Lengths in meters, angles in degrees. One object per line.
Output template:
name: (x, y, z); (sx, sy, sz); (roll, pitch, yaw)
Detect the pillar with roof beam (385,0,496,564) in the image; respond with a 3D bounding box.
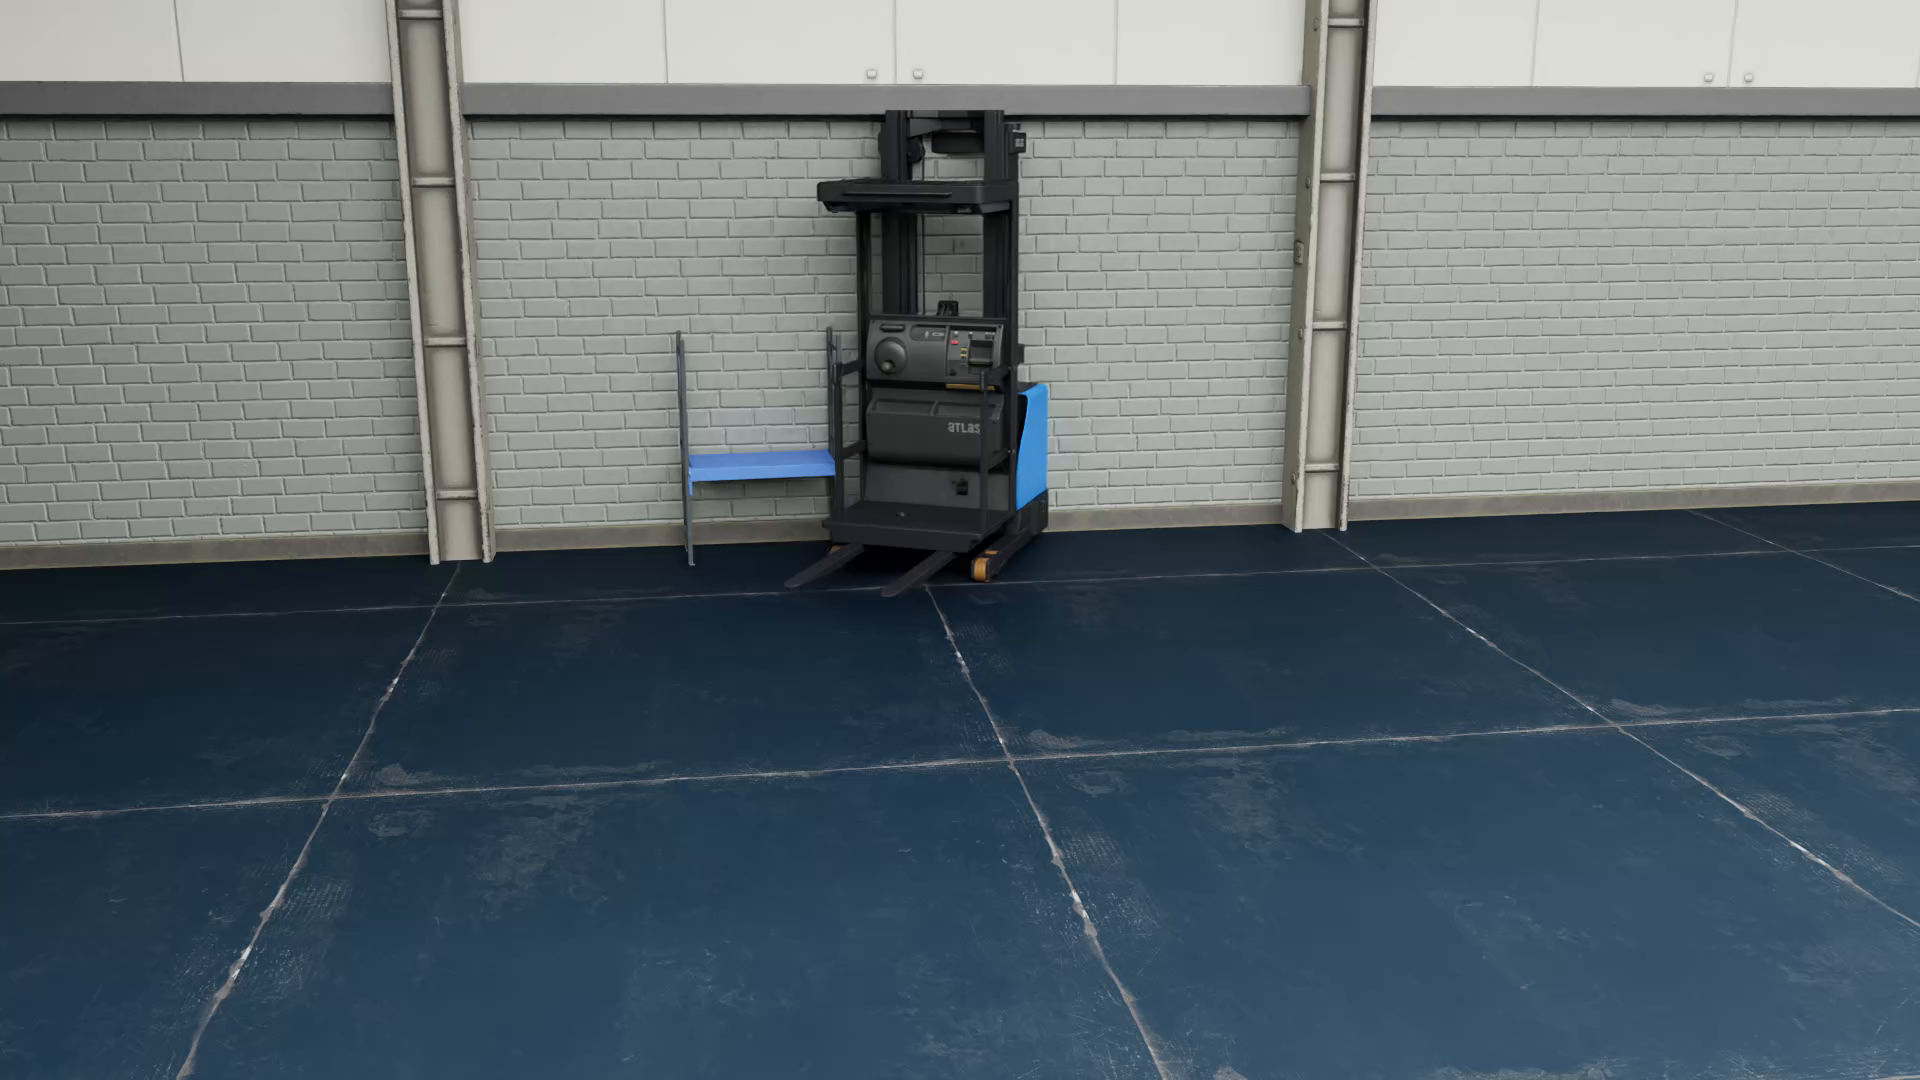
pillar with roof beam: (-2.716, -3.211, 6.028); (0.400, 9.000, 9.100); (-2, 14, -8)

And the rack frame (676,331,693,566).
rack frame: (-1.838, -0.617, 11.099); (0.032, 1.500, 0.500); (-3, 14, -12)

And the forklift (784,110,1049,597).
forklift: (-0.233, -1.258, 10.712); (1.130, 2.935, 3.031); (5, 15, 18)

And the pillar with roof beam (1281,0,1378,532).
pillar with roof beam: (3.217, -3.429, 6.895); (0.400, 9.000, 9.100); (-2, 14, -8)

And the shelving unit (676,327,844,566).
shelving unit: (-1.341, -0.643, 11.202); (1.048, 1.500, 0.538); (-3, 14, -12)

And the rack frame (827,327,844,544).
rack frame: (-0.844, -0.669, 11.305); (0.032, 1.500, 0.500); (-3, 14, -12)

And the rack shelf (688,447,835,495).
rack shelf: (-1.341, -0.468, 11.245); (1.000, 0.185, 0.538); (-3, 14, -12)
